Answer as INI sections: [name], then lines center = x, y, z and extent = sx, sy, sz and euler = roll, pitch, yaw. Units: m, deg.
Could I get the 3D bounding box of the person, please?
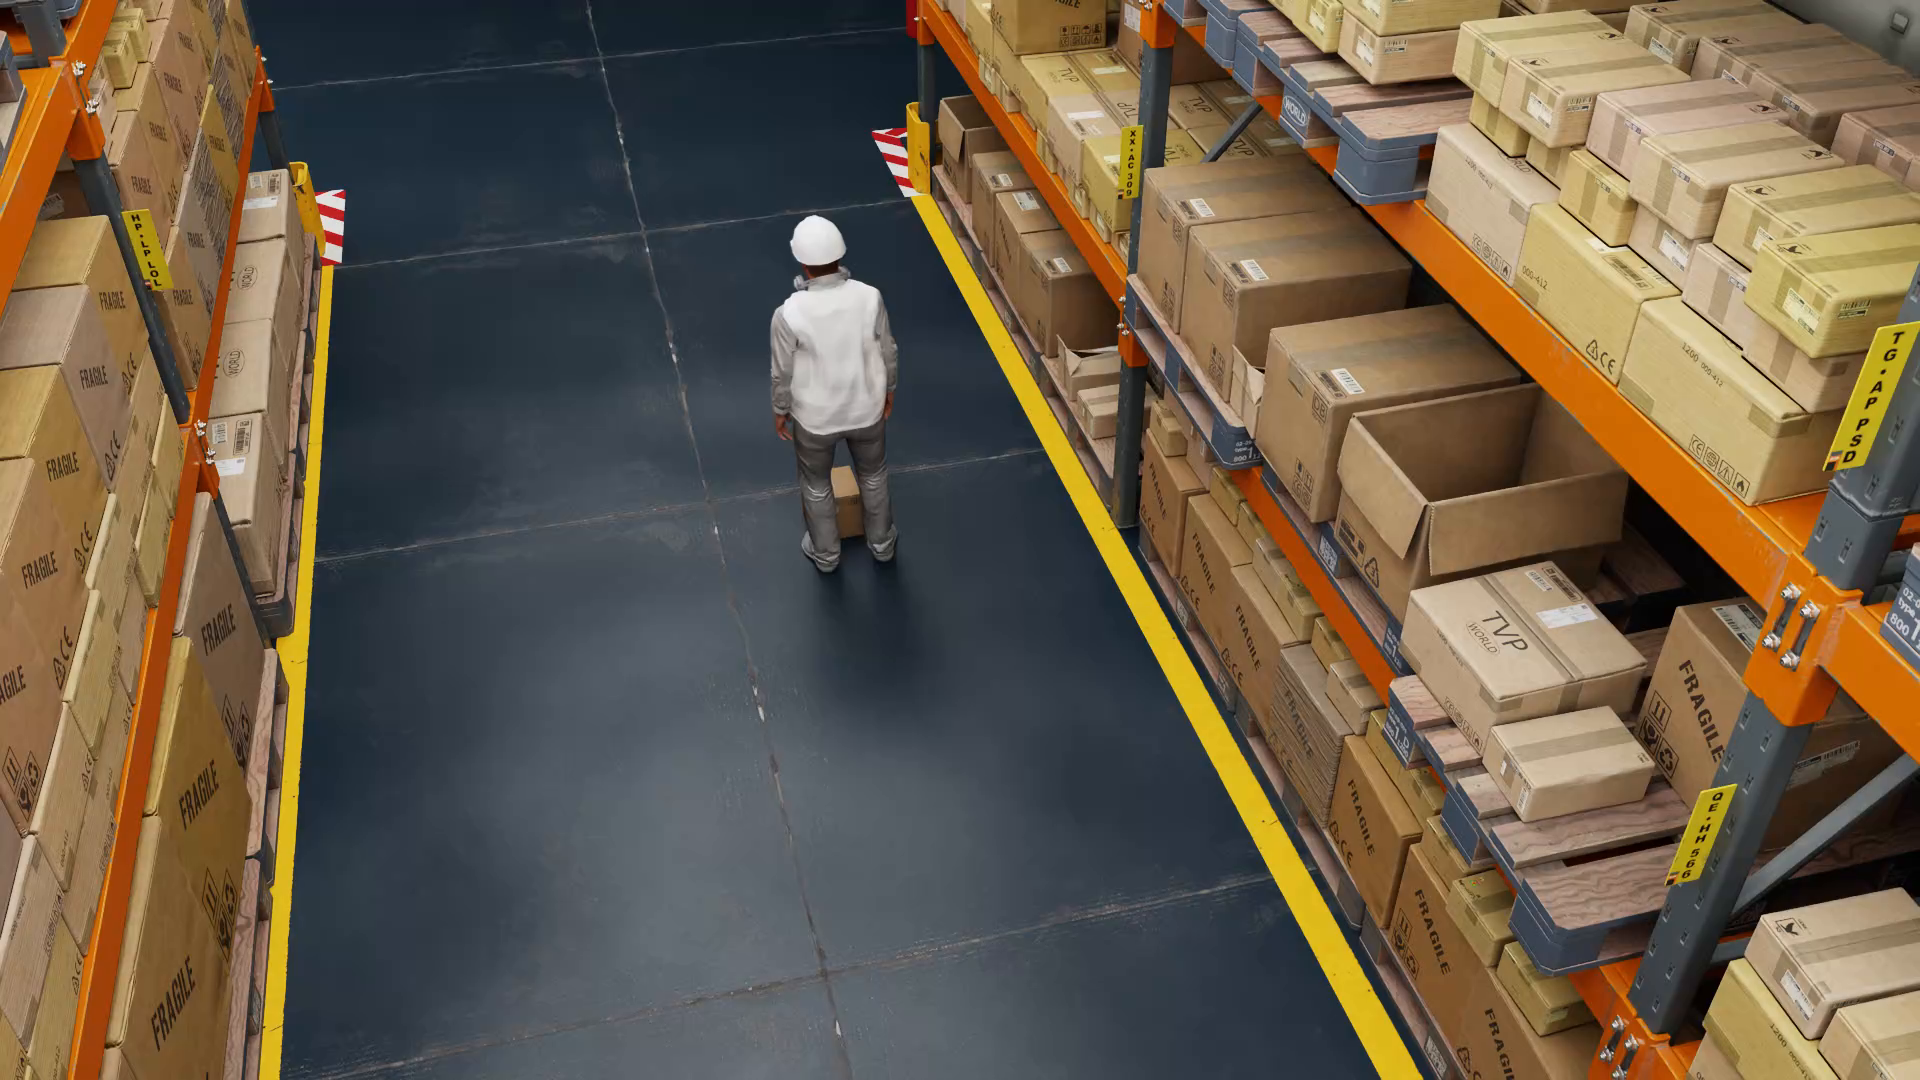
[person]
center = -0.560, -0.620, 7.489
extent = 0.591, 1.770, 0.465
euler = -12, 39, -15
